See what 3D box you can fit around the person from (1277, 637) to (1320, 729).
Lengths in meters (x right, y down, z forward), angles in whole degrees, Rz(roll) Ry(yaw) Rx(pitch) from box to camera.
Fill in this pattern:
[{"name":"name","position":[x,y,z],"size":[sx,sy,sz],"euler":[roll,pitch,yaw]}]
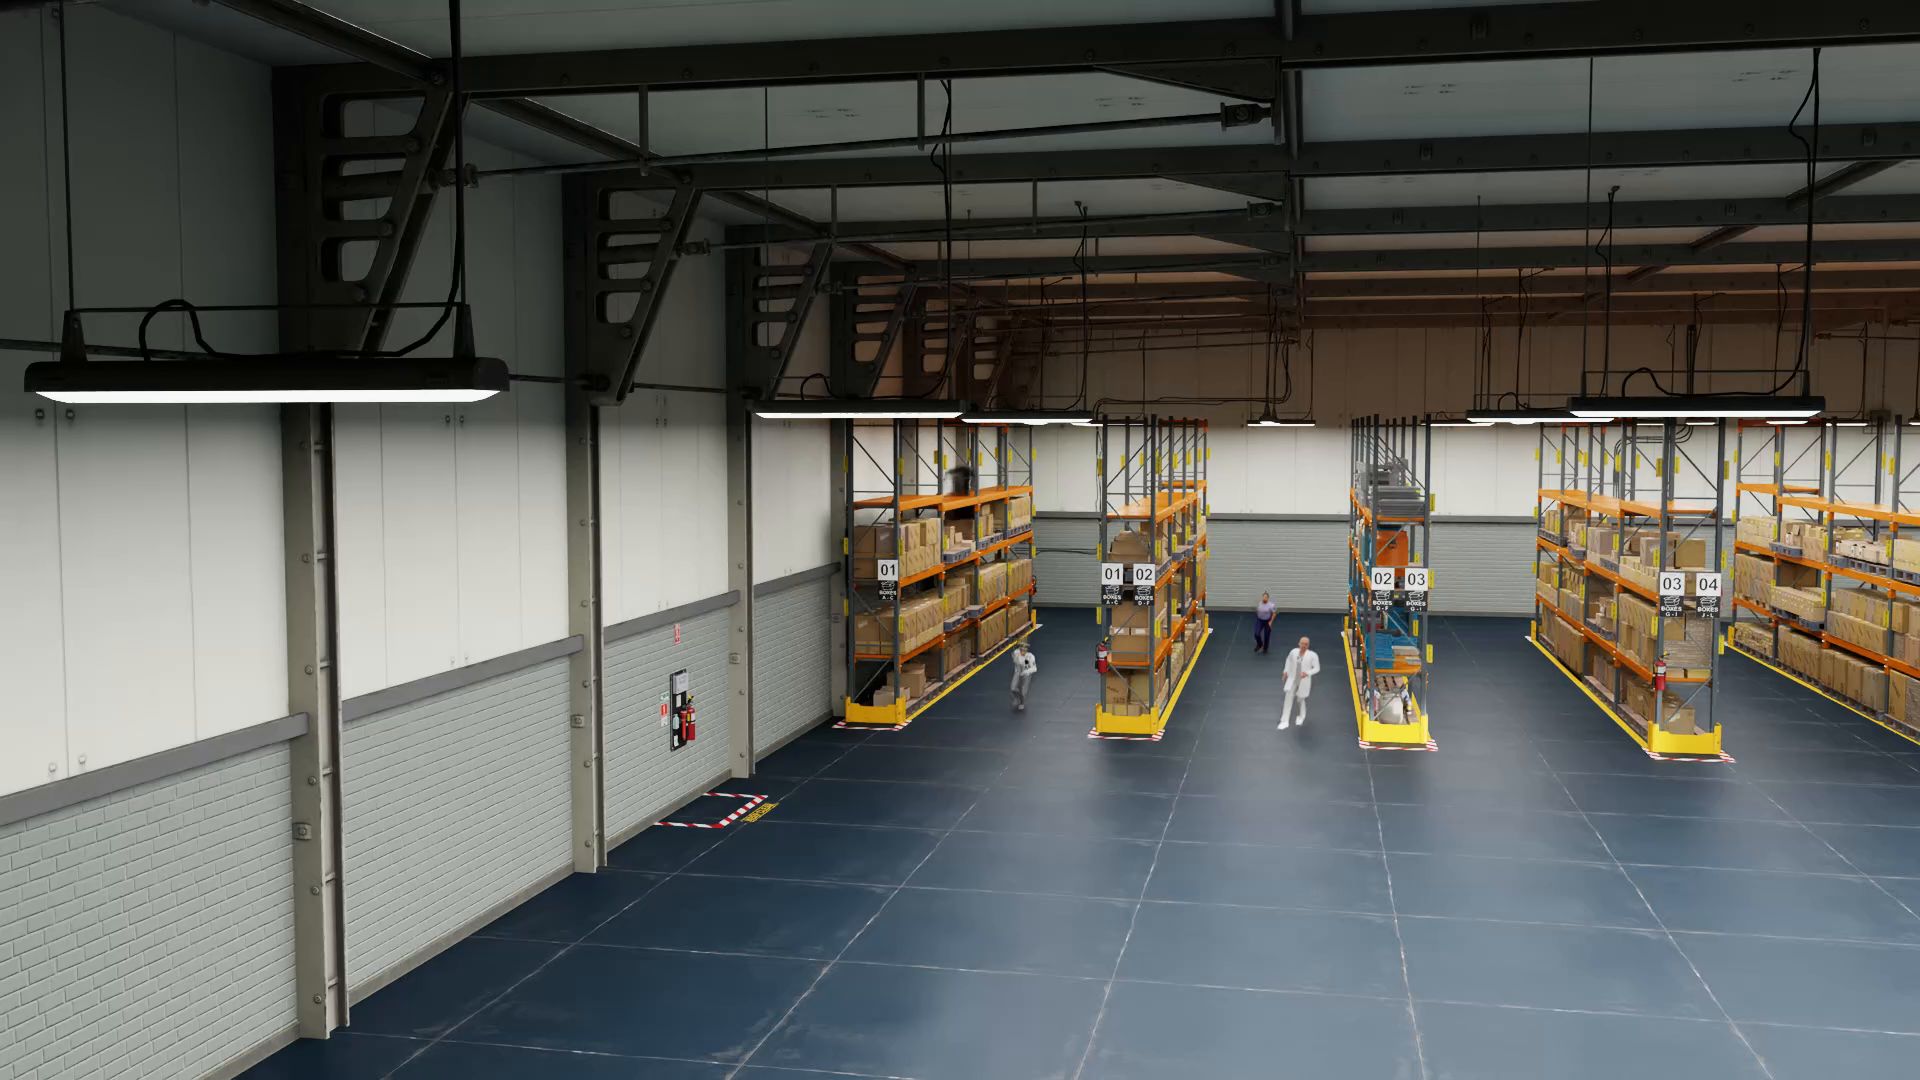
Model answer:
[{"name":"person","position":[6.473,2.701,31.591],"size":[0.732,1.722,1.120],"euler":[2,4,25]}]

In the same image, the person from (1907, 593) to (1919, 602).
[{"name":"person","position":[25.600,1.947,44.357],"size":[0.784,1.709,0.663],"euler":[1,4,17]}]

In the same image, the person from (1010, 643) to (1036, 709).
[{"name":"person","position":[1.275,2.756,33.672],"size":[0.610,1.434,0.926],"euler":[1,4,15]}]

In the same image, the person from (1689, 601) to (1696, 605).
[{"name":"person","position":[19.730,1.912,44.840],"size":[0.706,1.698,0.772],"euler":[-2,4,-32]}]

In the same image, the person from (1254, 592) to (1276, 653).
[{"name":"person","position":[7.769,2.115,42.332],"size":[0.595,1.577,0.707],"euler":[2,4,24]}]
